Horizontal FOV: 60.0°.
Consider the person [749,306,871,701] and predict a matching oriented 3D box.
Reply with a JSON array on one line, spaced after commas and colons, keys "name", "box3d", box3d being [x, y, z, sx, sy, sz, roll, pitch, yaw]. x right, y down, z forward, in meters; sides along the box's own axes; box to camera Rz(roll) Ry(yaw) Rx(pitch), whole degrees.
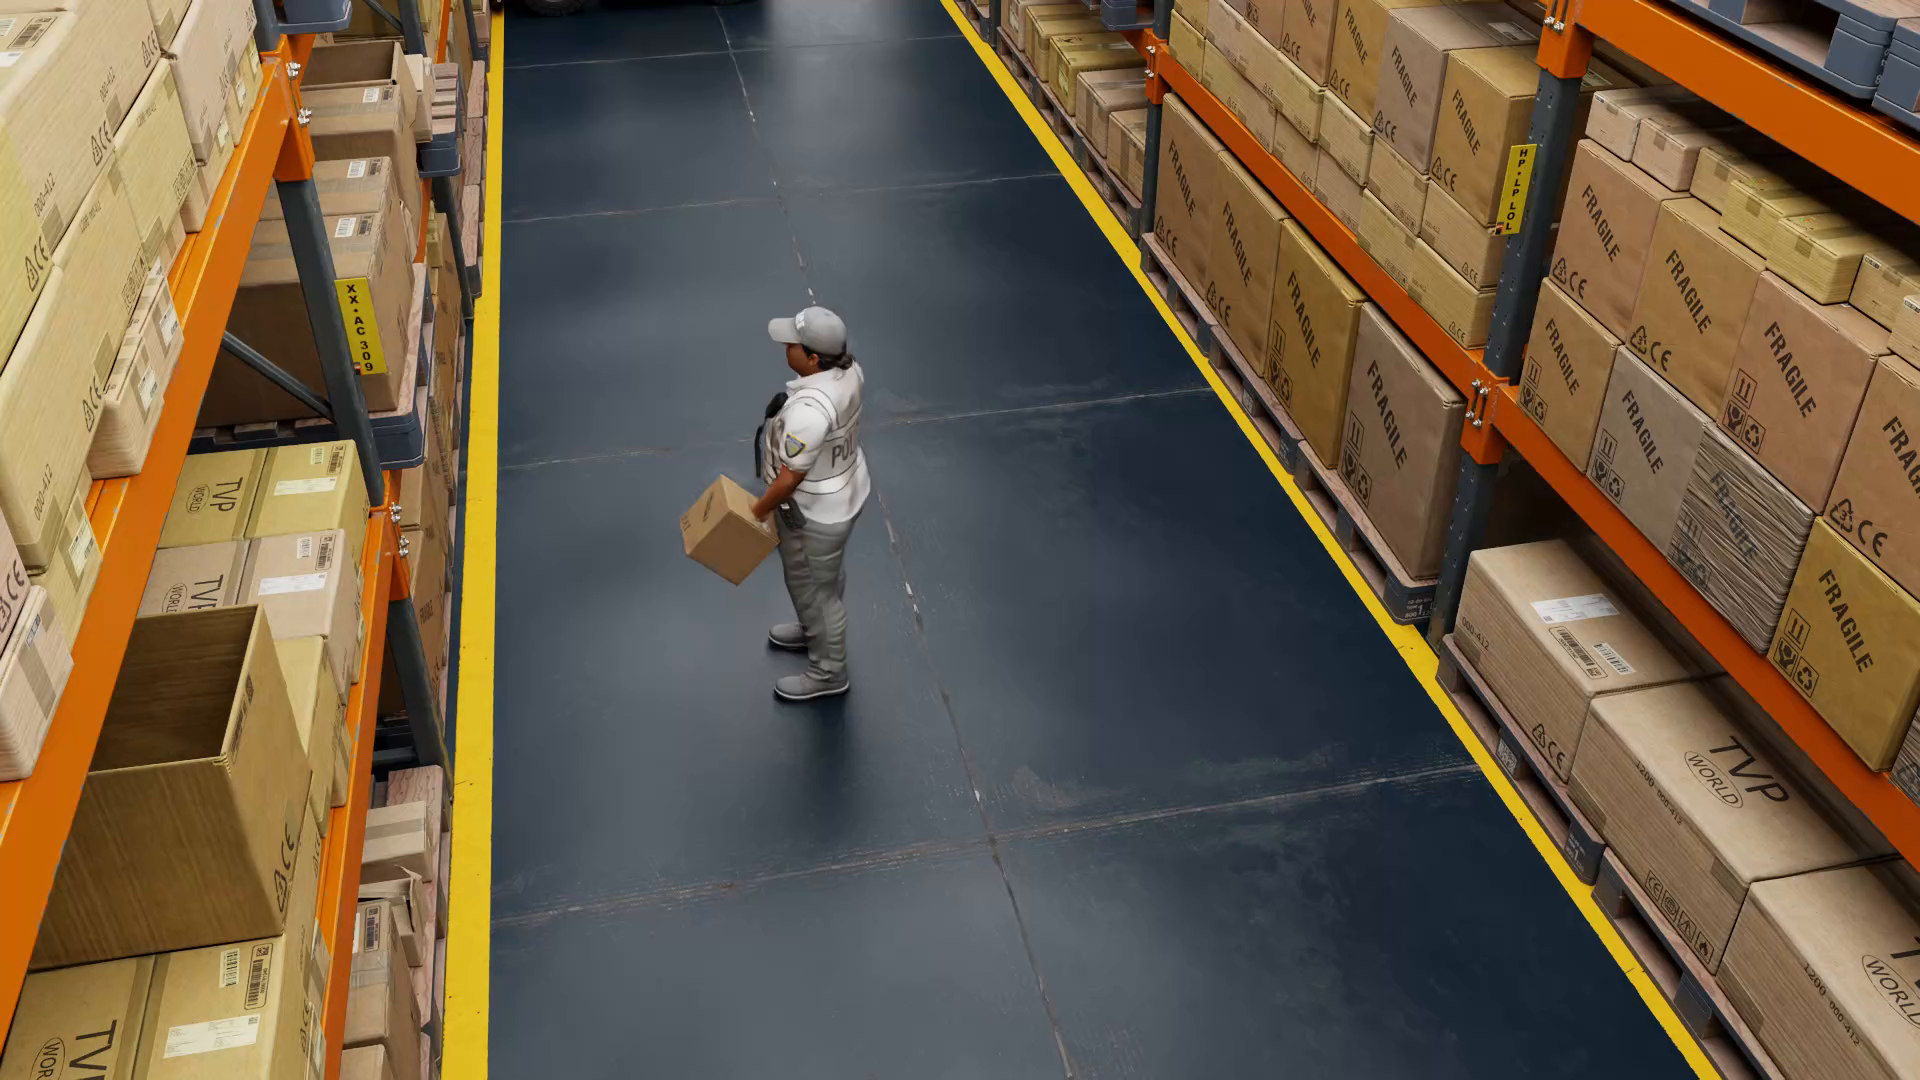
[{"name": "person", "box3d": [-0.605, -0.142, 6.332, 0.502, 1.669, 0.509, 9, 36, 12]}]
